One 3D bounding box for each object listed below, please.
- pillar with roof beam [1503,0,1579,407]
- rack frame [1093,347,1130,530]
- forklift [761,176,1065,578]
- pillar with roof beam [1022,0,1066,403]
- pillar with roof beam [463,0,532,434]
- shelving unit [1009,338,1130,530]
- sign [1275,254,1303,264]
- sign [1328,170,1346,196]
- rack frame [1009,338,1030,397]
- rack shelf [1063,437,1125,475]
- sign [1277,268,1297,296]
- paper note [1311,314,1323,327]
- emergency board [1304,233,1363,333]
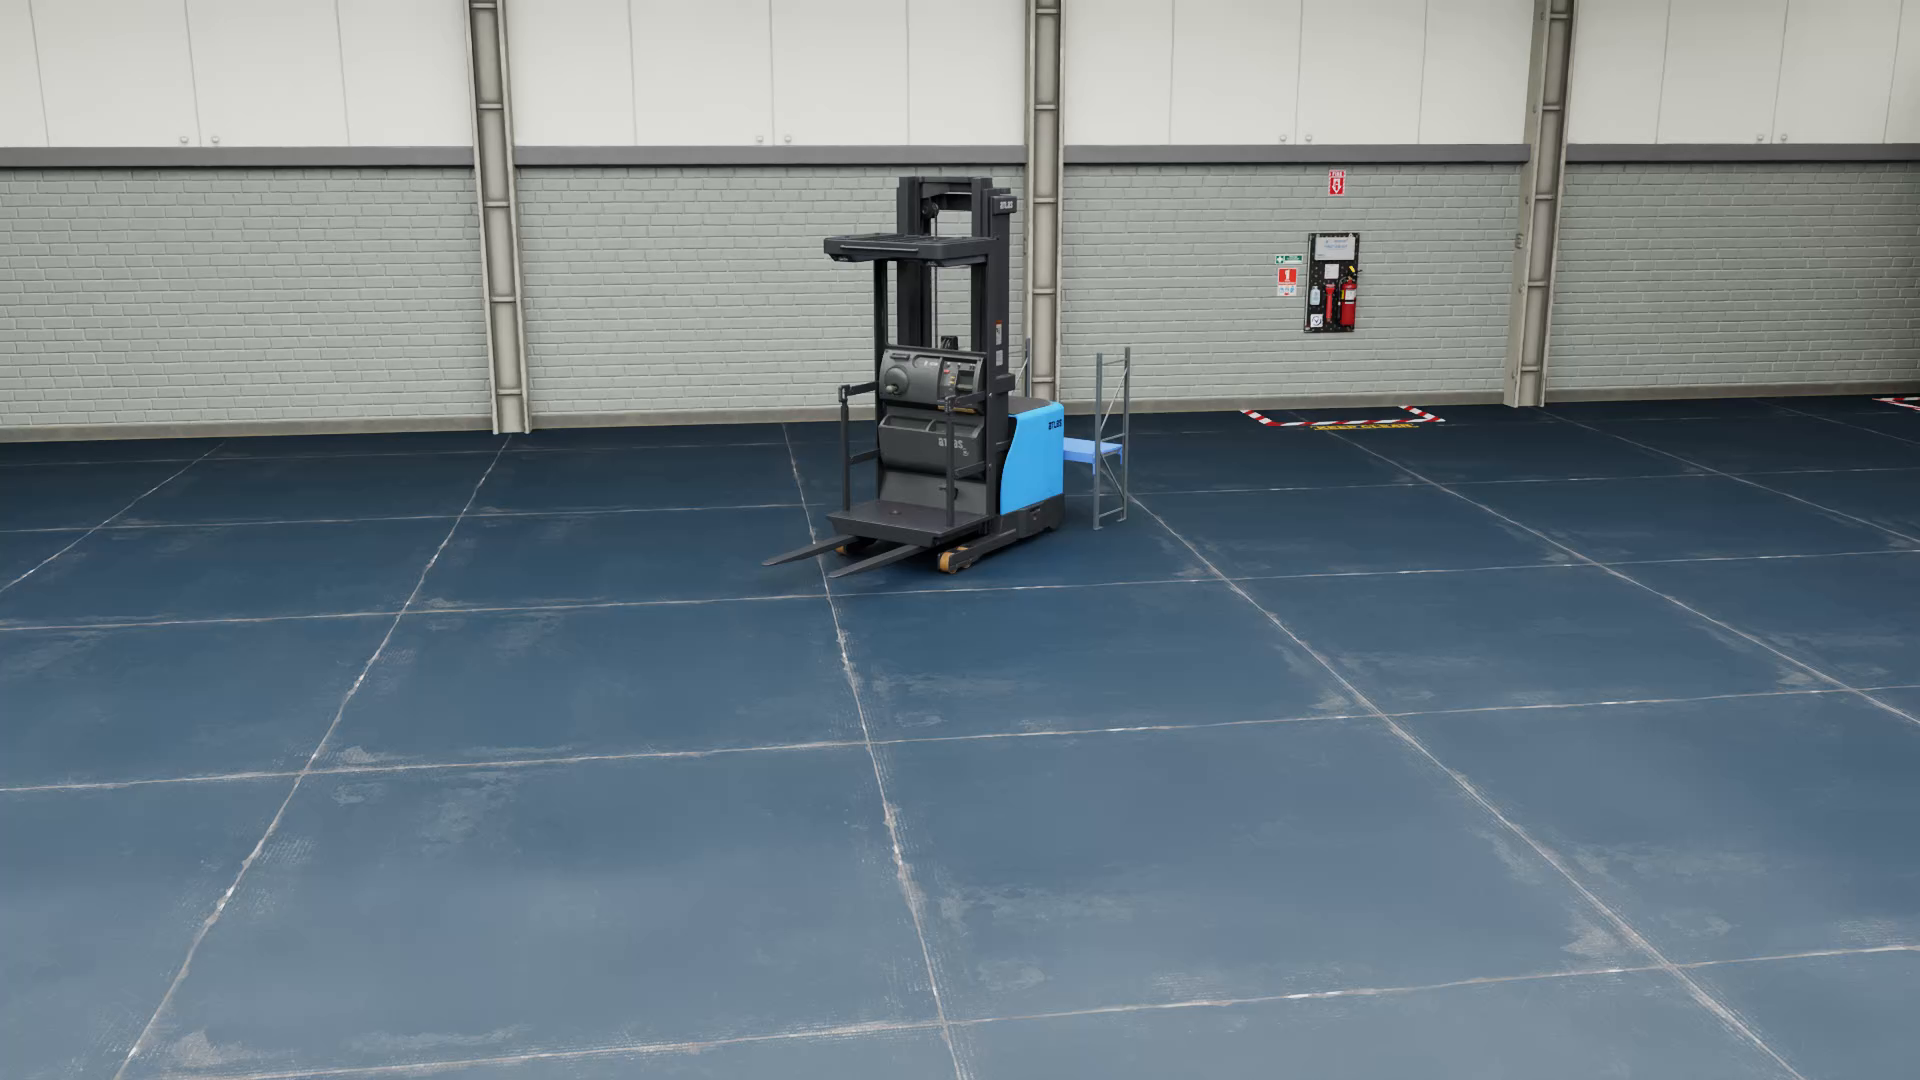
[{"bbox_3d":[7.516,-4.979,15.076,0.400,9.000,9.100,-2,14,-8],"label":"pillar with roof beam"},{"bbox_3d":[1.285,-0.861,14.073,0.032,1.500,0.500,10,17,35],"label":"rack frame"},{"bbox_3d":[-0.342,-1.294,12.857,1.130,2.935,3.031,9,17,32],"label":"forklift"},{"bbox_3d":[1.583,-4.761,14.209,0.400,9.000,9.100,-2,14,-8],"label":"pillar with roof beam"},{"bbox_3d":[-4.350,-4.544,13.342,0.400,9.000,9.100,-2,14,-8],"label":"pillar with roof beam"},{"bbox_3d":[0.874,-0.934,14.363,1.048,1.500,0.538,10,17,35],"label":"shelving unit"},{"bbox_3d":[3.869,-3.301,19.556,0.331,0.109,0.001,-2,14,-8],"label":"sign"},{"bbox_3d":[4.402,-4.172,19.427,0.199,0.298,0.001,-2,14,-8],"label":"sign"},{"bbox_3d":[0.463,-1.007,14.653,0.032,1.500,0.500,10,17,35],"label":"rack frame"},{"bbox_3d":[0.874,-0.760,14.407,1.000,0.185,0.538,10,17,35],"label":"rack shelf"},{"bbox_3d":[3.863,-3.046,19.629,0.234,0.329,0.001,-2,14,-8],"label":"sign"},{"bbox_3d":[4.240,-2.607,19.762,0.142,0.148,0.016,-2,14,-8],"label":"paper note"},{"bbox_3d":[4.425,-3.024,19.614,0.643,1.169,0.194,-2,14,-8],"label":"emergency board"}]
